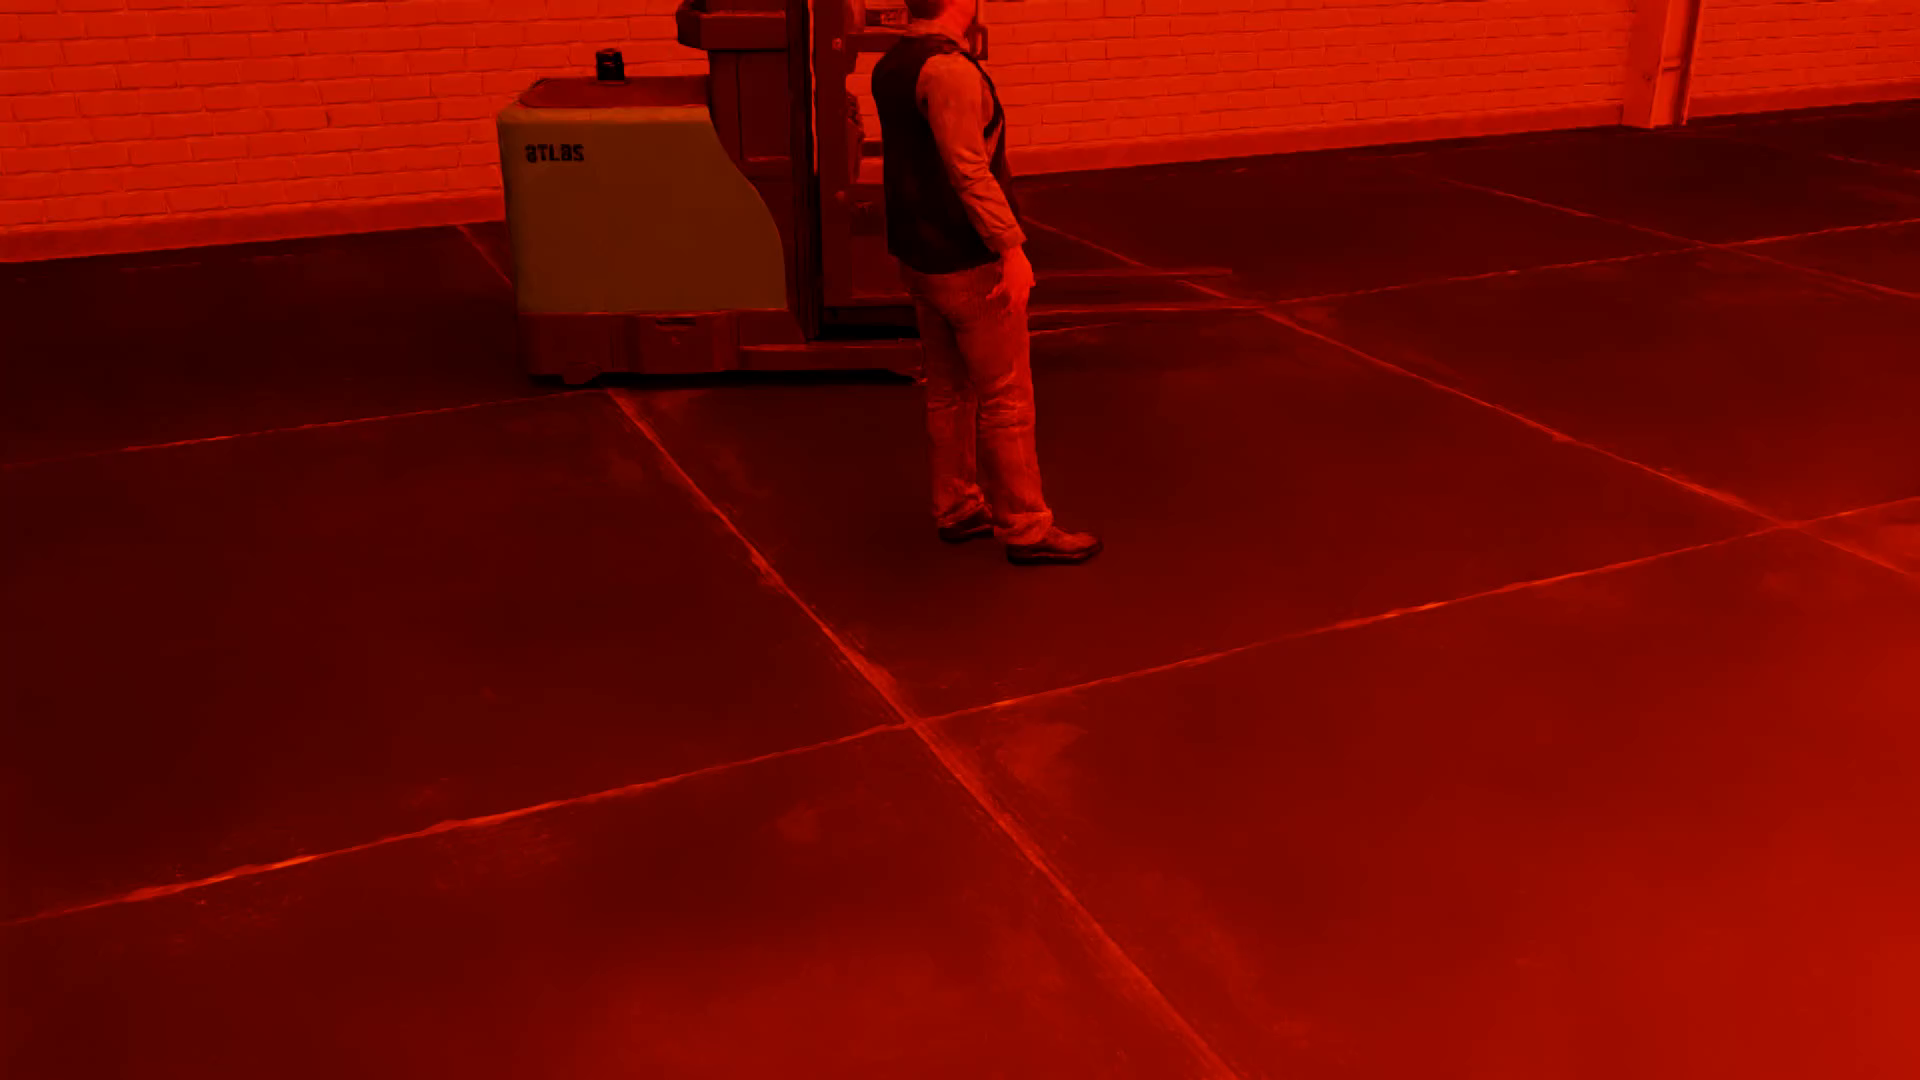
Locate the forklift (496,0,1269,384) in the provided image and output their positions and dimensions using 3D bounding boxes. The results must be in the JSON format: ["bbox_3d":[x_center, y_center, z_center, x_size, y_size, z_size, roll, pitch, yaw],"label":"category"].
[{"bbox_3d":[-0.268,-2.179,6.532,3.031,2.935,1.130,-2,23,-5],"label":"forklift"}]

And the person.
[{"bbox_3d":[0.060,-0.809,4.791,0.567,1.720,0.632,-10,25,-23],"label":"person"}]
